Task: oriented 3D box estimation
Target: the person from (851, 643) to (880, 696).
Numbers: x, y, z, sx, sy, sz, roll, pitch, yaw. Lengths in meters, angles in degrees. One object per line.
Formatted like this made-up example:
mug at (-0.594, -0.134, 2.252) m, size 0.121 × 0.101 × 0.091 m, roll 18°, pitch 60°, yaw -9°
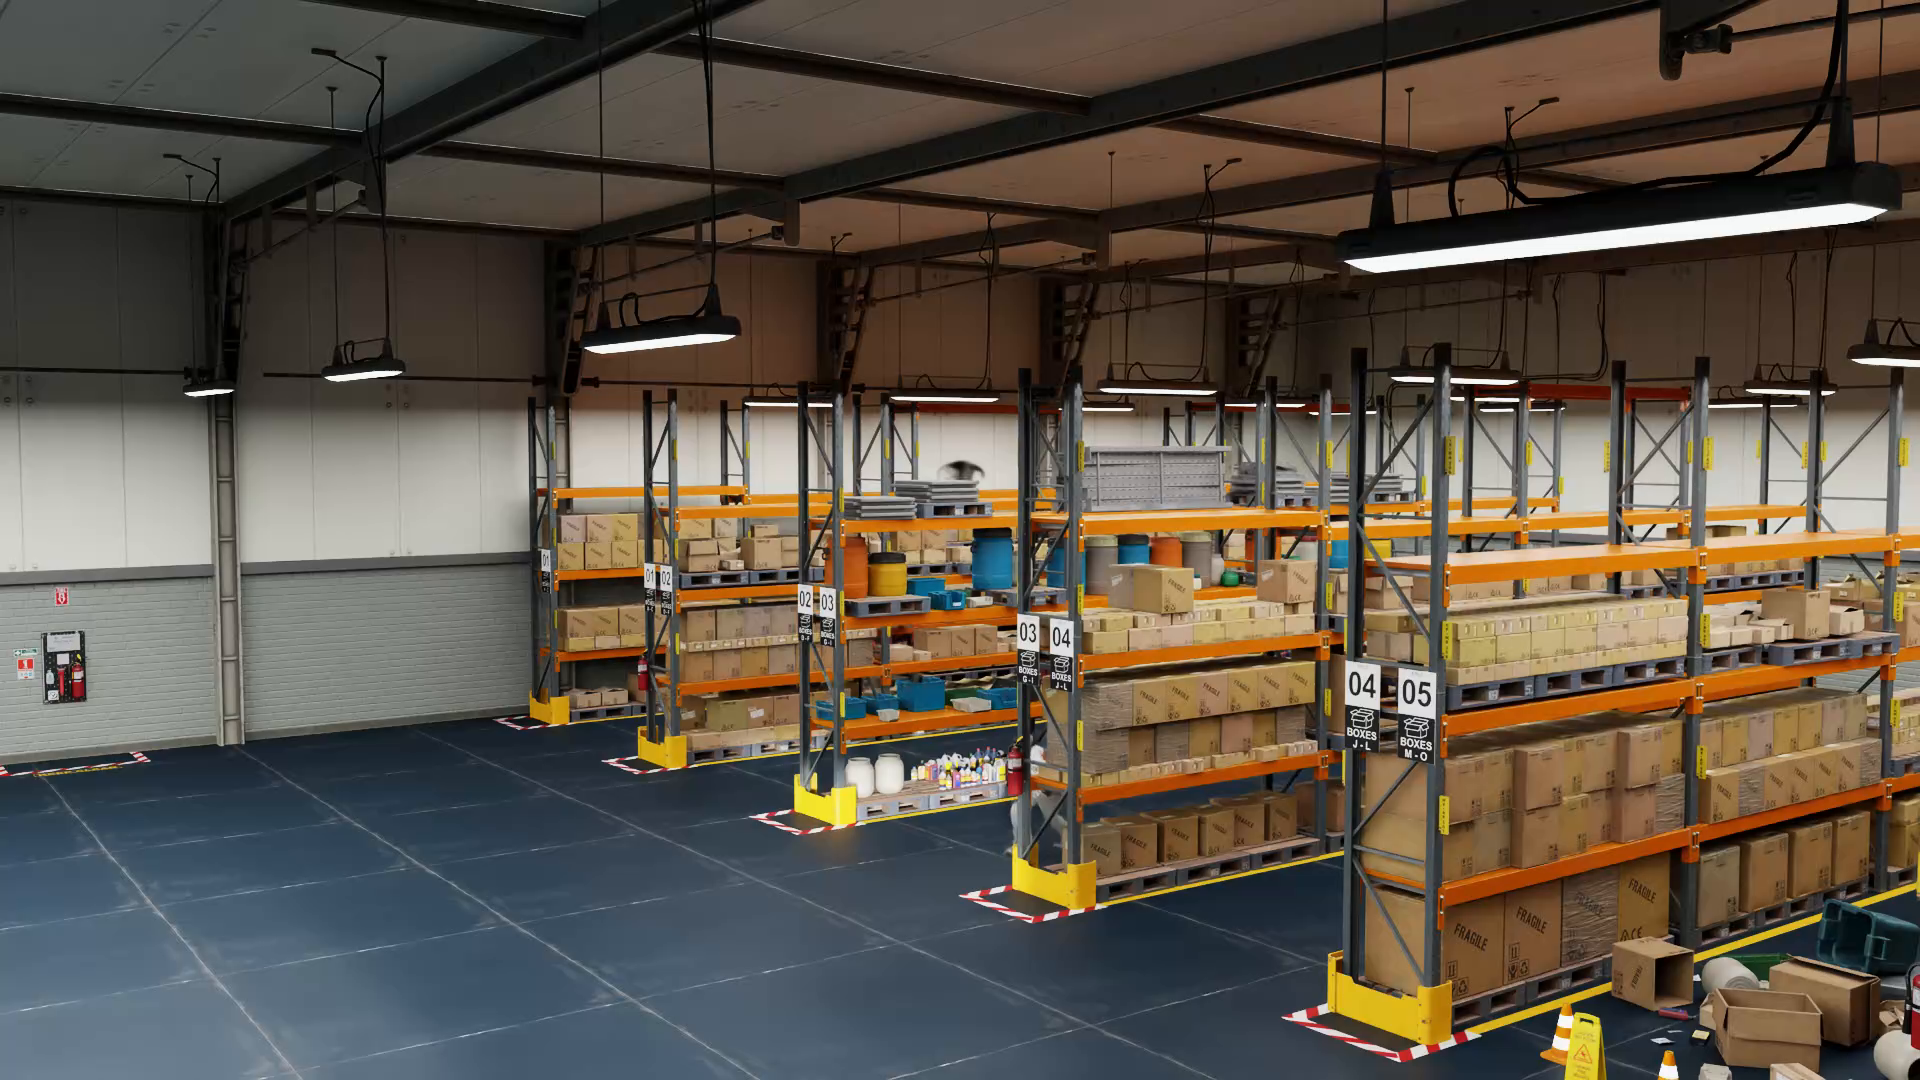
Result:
person at (-1.781, 2.485, 32.006) m, size 0.894 × 1.582 × 0.675 m, roll -3°, pitch 4°, yaw -41°

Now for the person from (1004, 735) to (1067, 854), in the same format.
person at (1.021, 3.137, 20.682) m, size 0.997 × 1.545 × 0.588 m, roll -2°, pitch 4°, yaw -25°
